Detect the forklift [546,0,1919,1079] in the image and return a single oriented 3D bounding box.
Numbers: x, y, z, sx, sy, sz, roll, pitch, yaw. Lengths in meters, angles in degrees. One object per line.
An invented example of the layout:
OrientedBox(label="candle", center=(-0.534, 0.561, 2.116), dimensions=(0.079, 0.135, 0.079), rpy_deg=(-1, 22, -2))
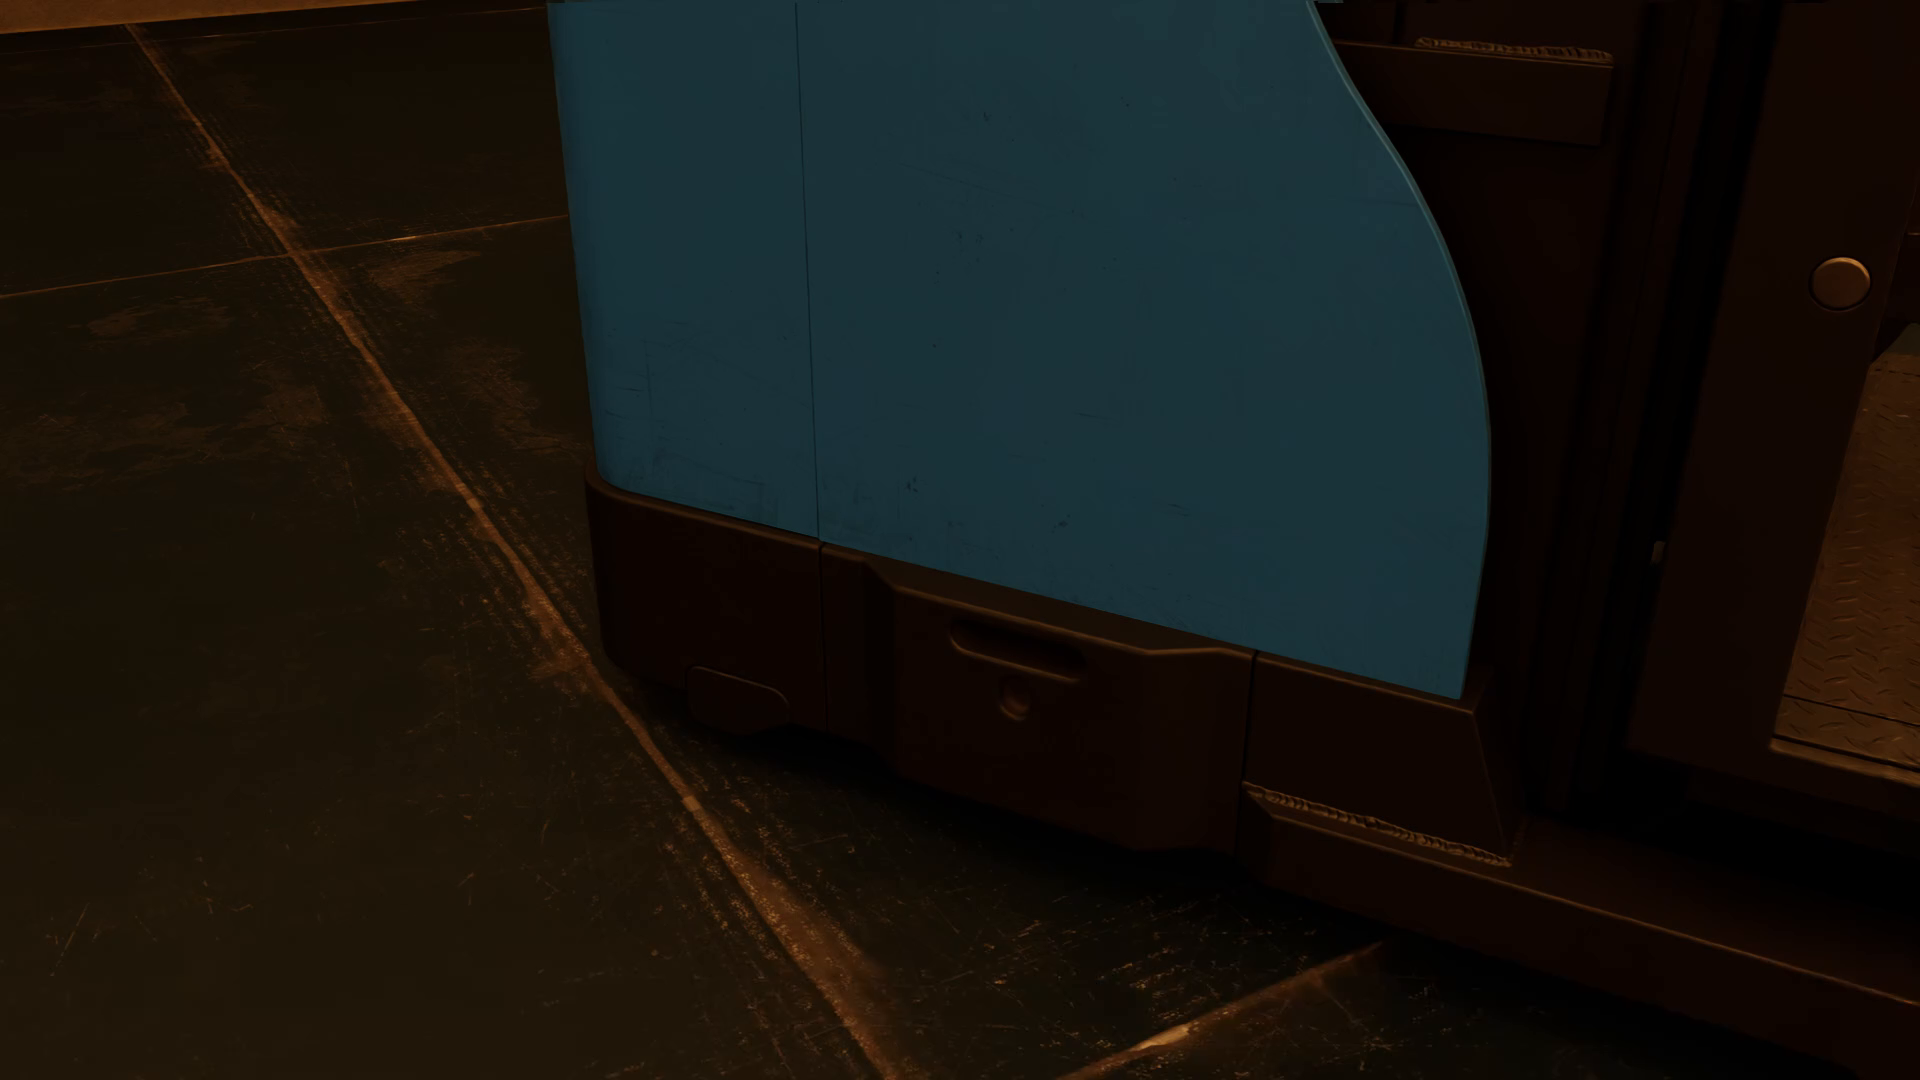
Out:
OrientedBox(label="forklift", center=(1.097, -0.990, 1.212), dimensions=(3.031, 2.935, 1.130), rpy_deg=(13, 30, 25))
